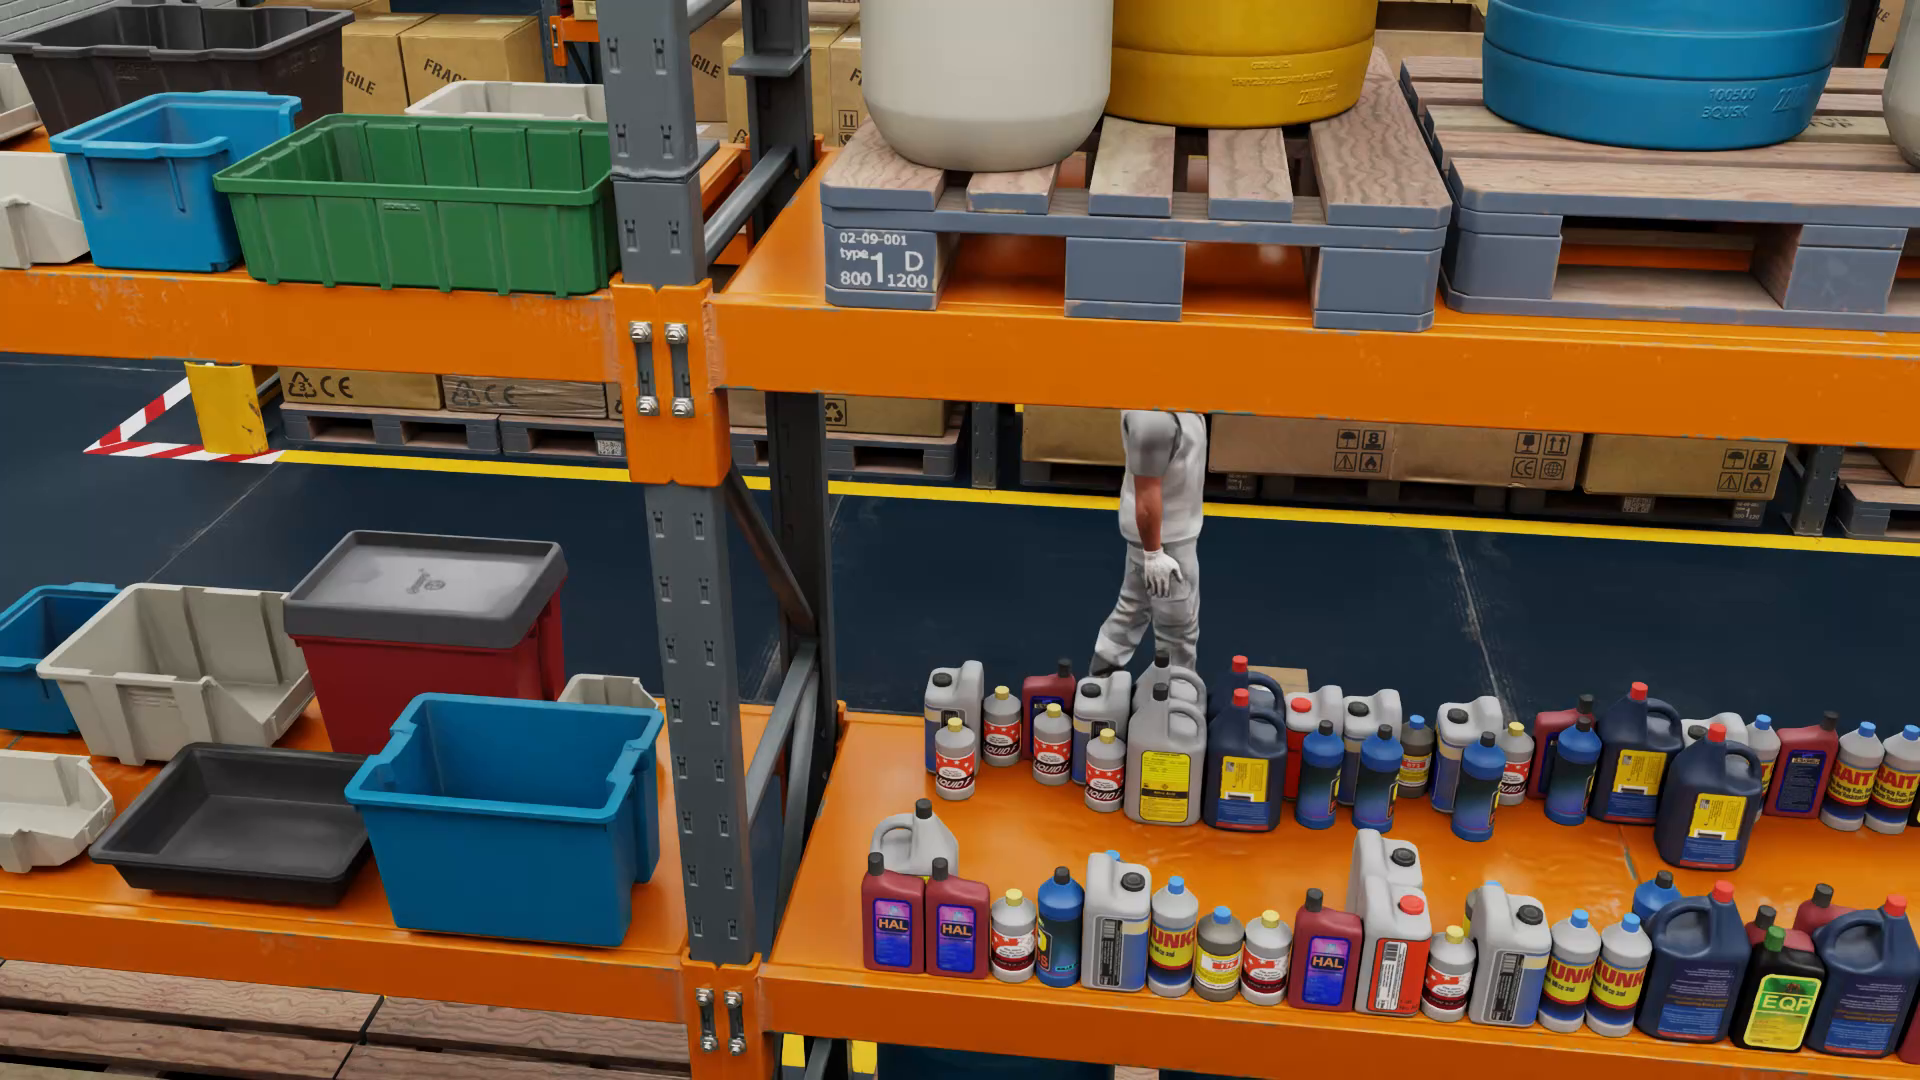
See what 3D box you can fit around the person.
[{"bbox_3d":[0.808,-0.036,6.156,0.655,1.790,0.544,4,28,7],"label":"person"}]
